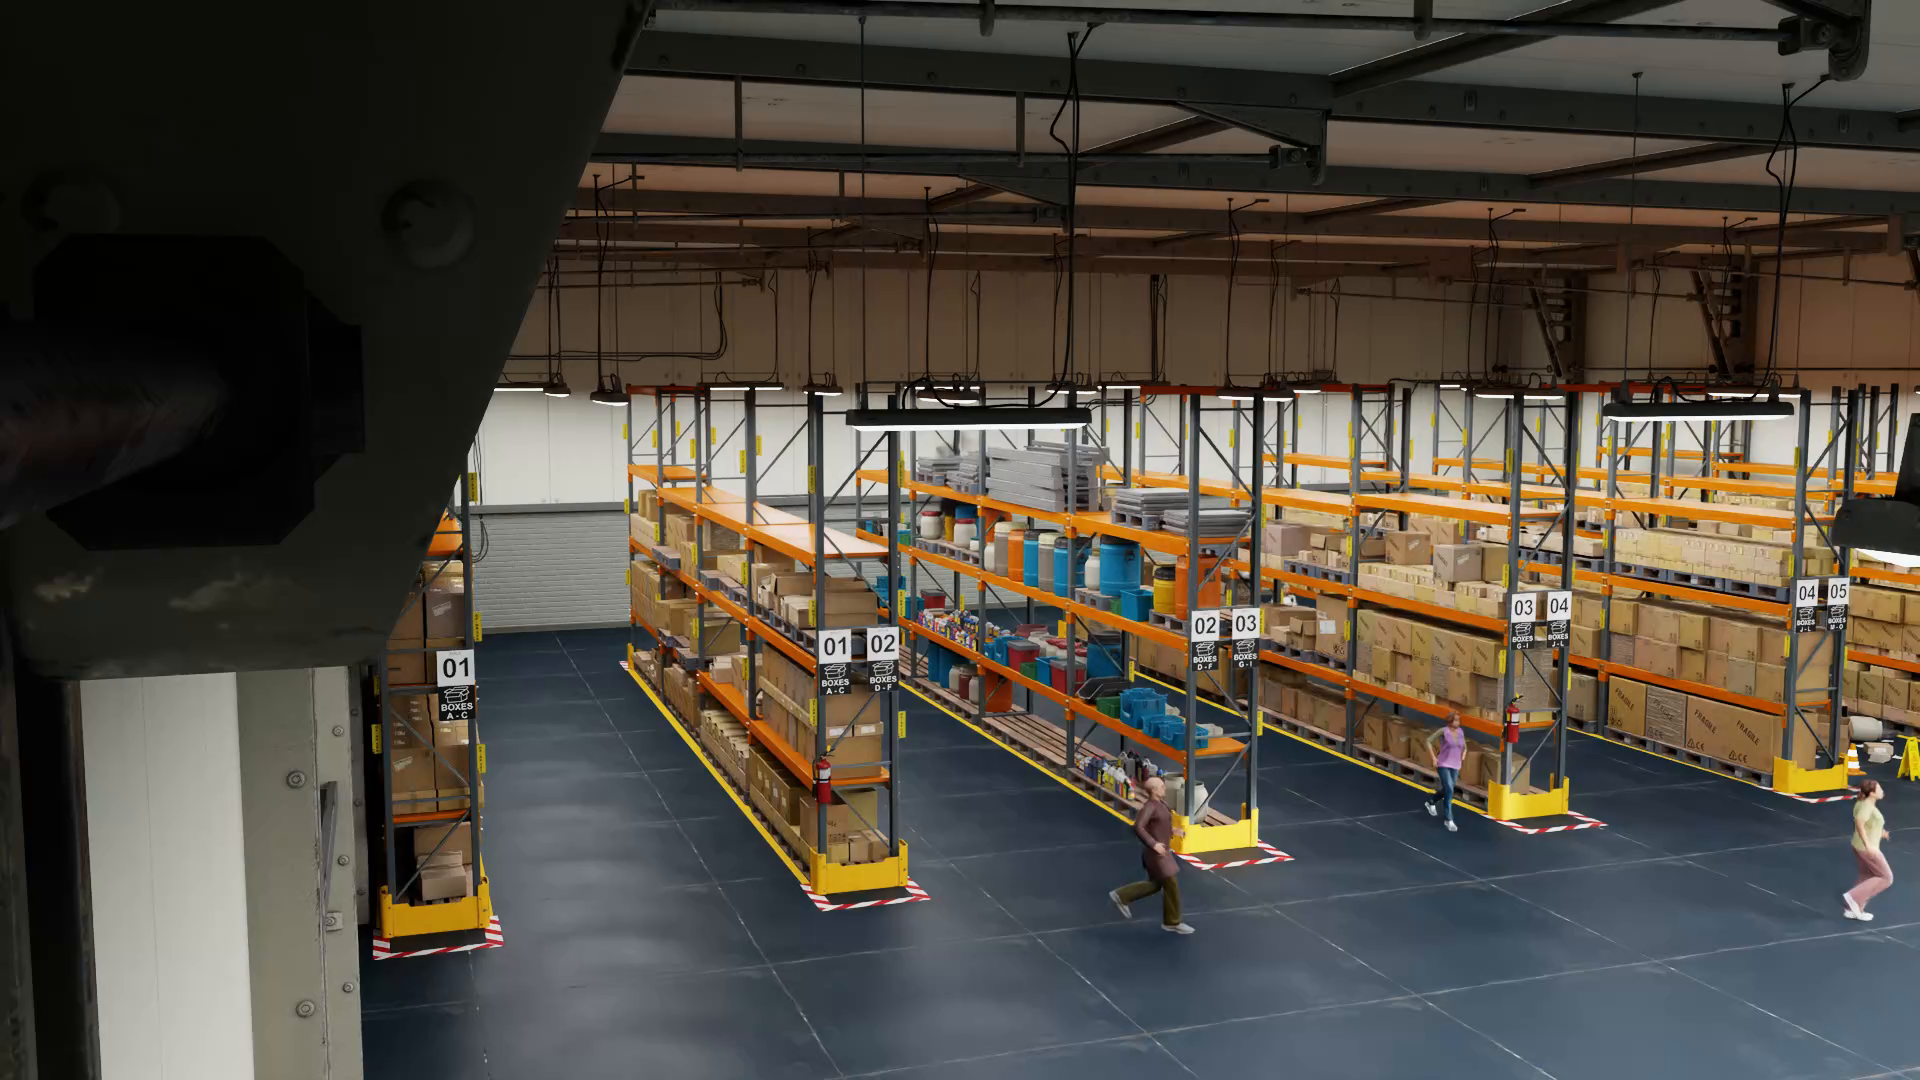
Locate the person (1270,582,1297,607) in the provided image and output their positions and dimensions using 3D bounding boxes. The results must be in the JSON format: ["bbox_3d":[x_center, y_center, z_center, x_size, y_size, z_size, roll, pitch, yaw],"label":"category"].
[{"bbox_3d":[7.116,1.762,36.281,0.584,1.705,0.651,-2,6,-16],"label":"person"}]

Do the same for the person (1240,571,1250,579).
[{"bbox_3d":[7.206,1.253,41.197,0.949,1.690,0.622,-3,7,-28],"label":"person"}]

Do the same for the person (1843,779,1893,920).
[{"bbox_3d":[10.432,3.548,19.101,0.530,1.638,0.591,1,6,12],"label":"person"}]

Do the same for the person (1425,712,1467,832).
[{"bbox_3d":[6.800,3.166,23.104,0.570,1.583,0.812,-2,6,-18],"label":"person"}]

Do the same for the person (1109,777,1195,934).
[{"bbox_3d":[2.162,3.536,18.674,0.970,1.779,0.710,1,6,7],"label":"person"}]
